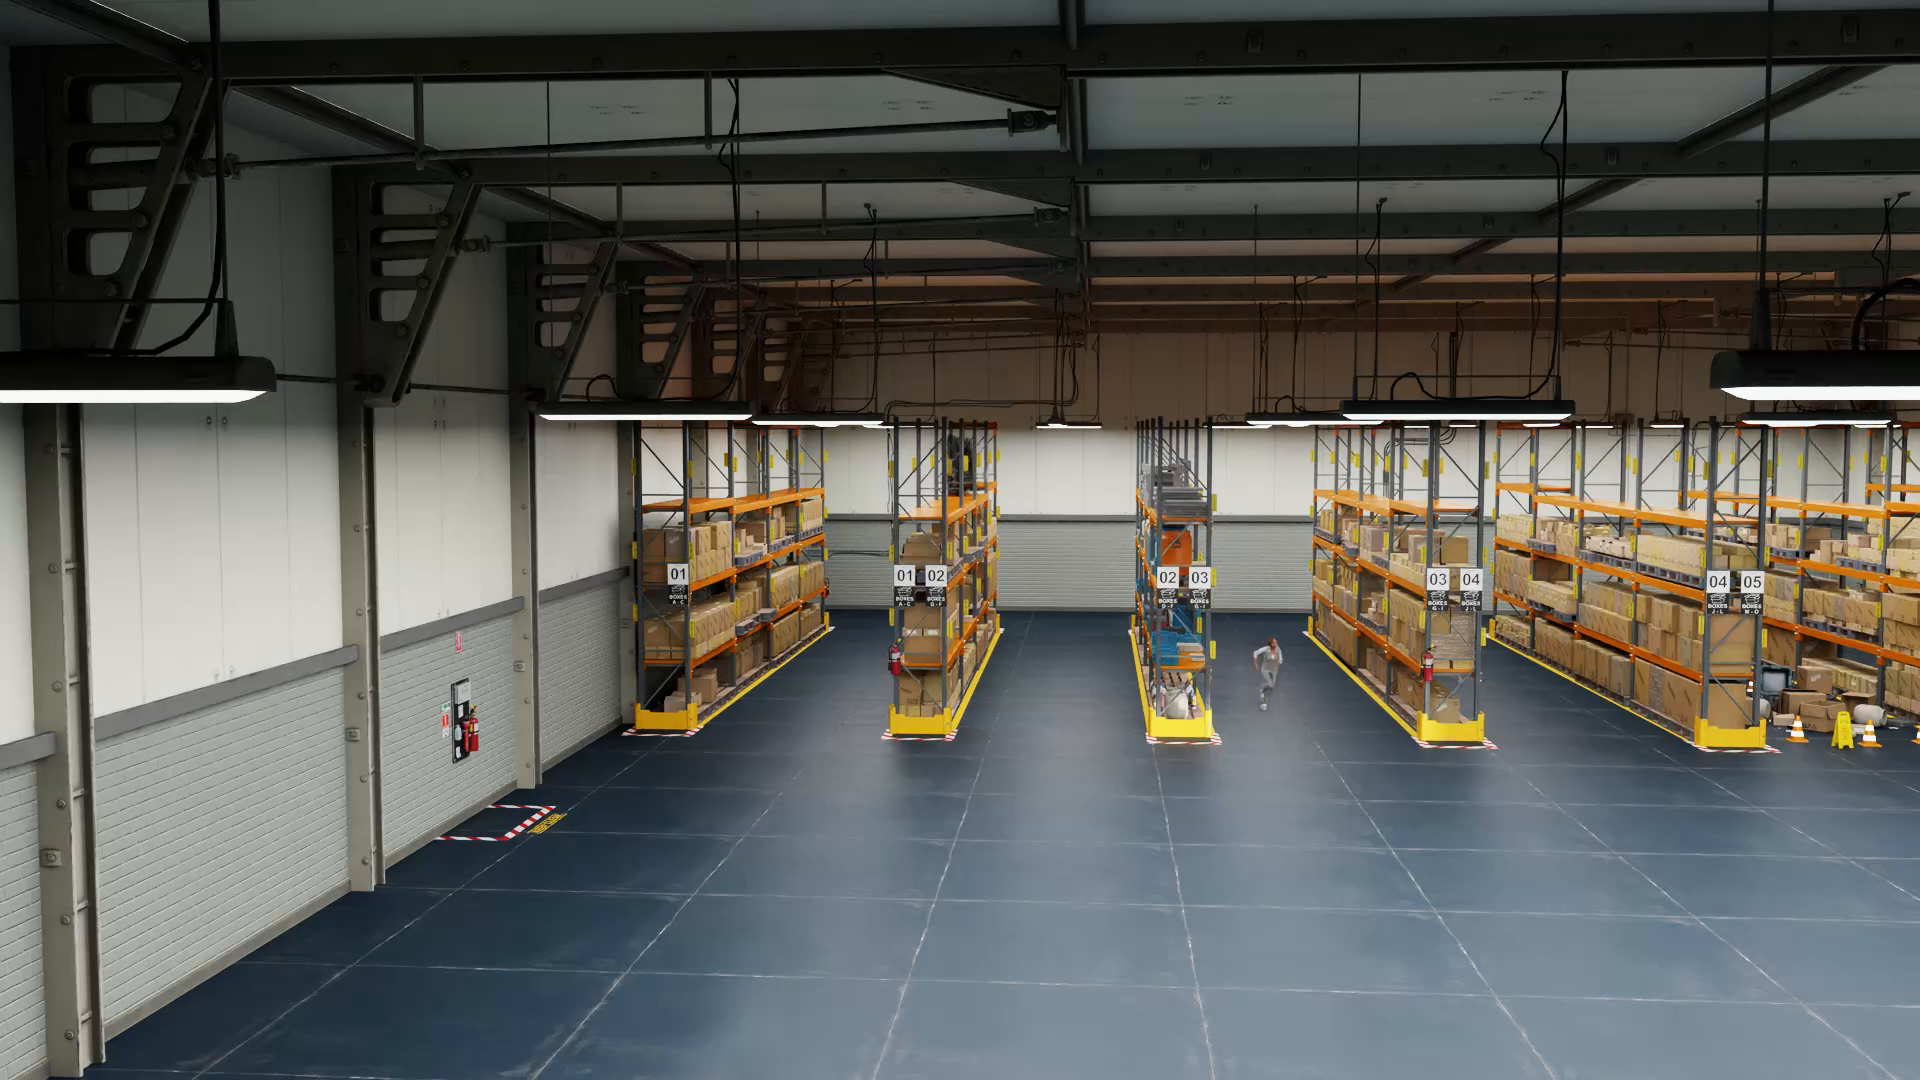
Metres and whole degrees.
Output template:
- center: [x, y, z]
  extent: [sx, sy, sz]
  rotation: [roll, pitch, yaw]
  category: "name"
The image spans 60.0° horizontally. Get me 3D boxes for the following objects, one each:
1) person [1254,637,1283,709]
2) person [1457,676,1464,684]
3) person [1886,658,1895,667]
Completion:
- center: [6.351, 2.743, 34.123]
  extent: [0.525, 1.520, 0.676]
  rotation: [-1, 4, -16]
  category: "person"
- center: [11.424, 2.370, 38.146]
  extent: [0.680, 1.757, 0.992]
  rotation: [0, 4, 5]
  category: "person"
- center: [21.416, 2.354, 37.972]
  extent: [0.722, 1.759, 1.096]
  rotation: [0, 4, 7]
  category: "person"
